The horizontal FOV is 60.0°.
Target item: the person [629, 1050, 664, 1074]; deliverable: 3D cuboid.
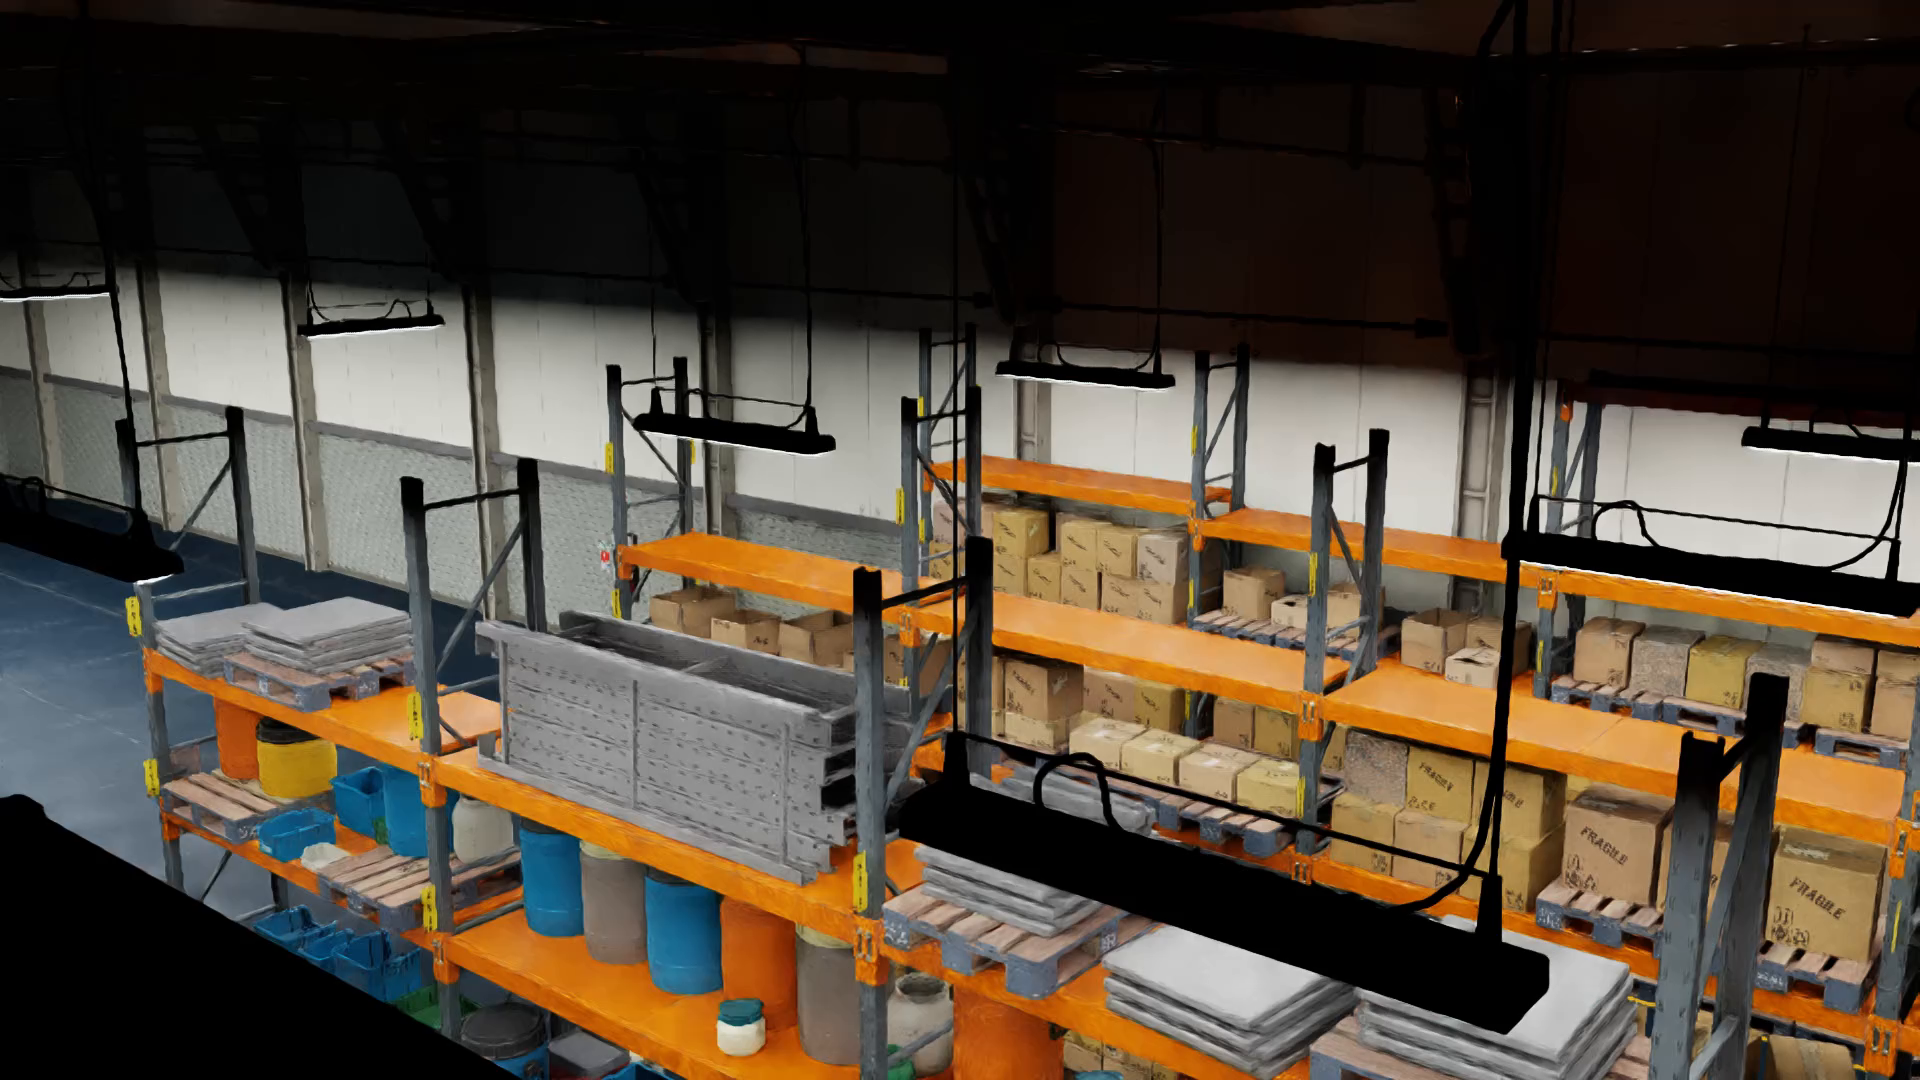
[{"bbox_3d":[-2.699,4.198,13.774,1.121,1.687,0.577,11,17,40],"label":"person"}]
